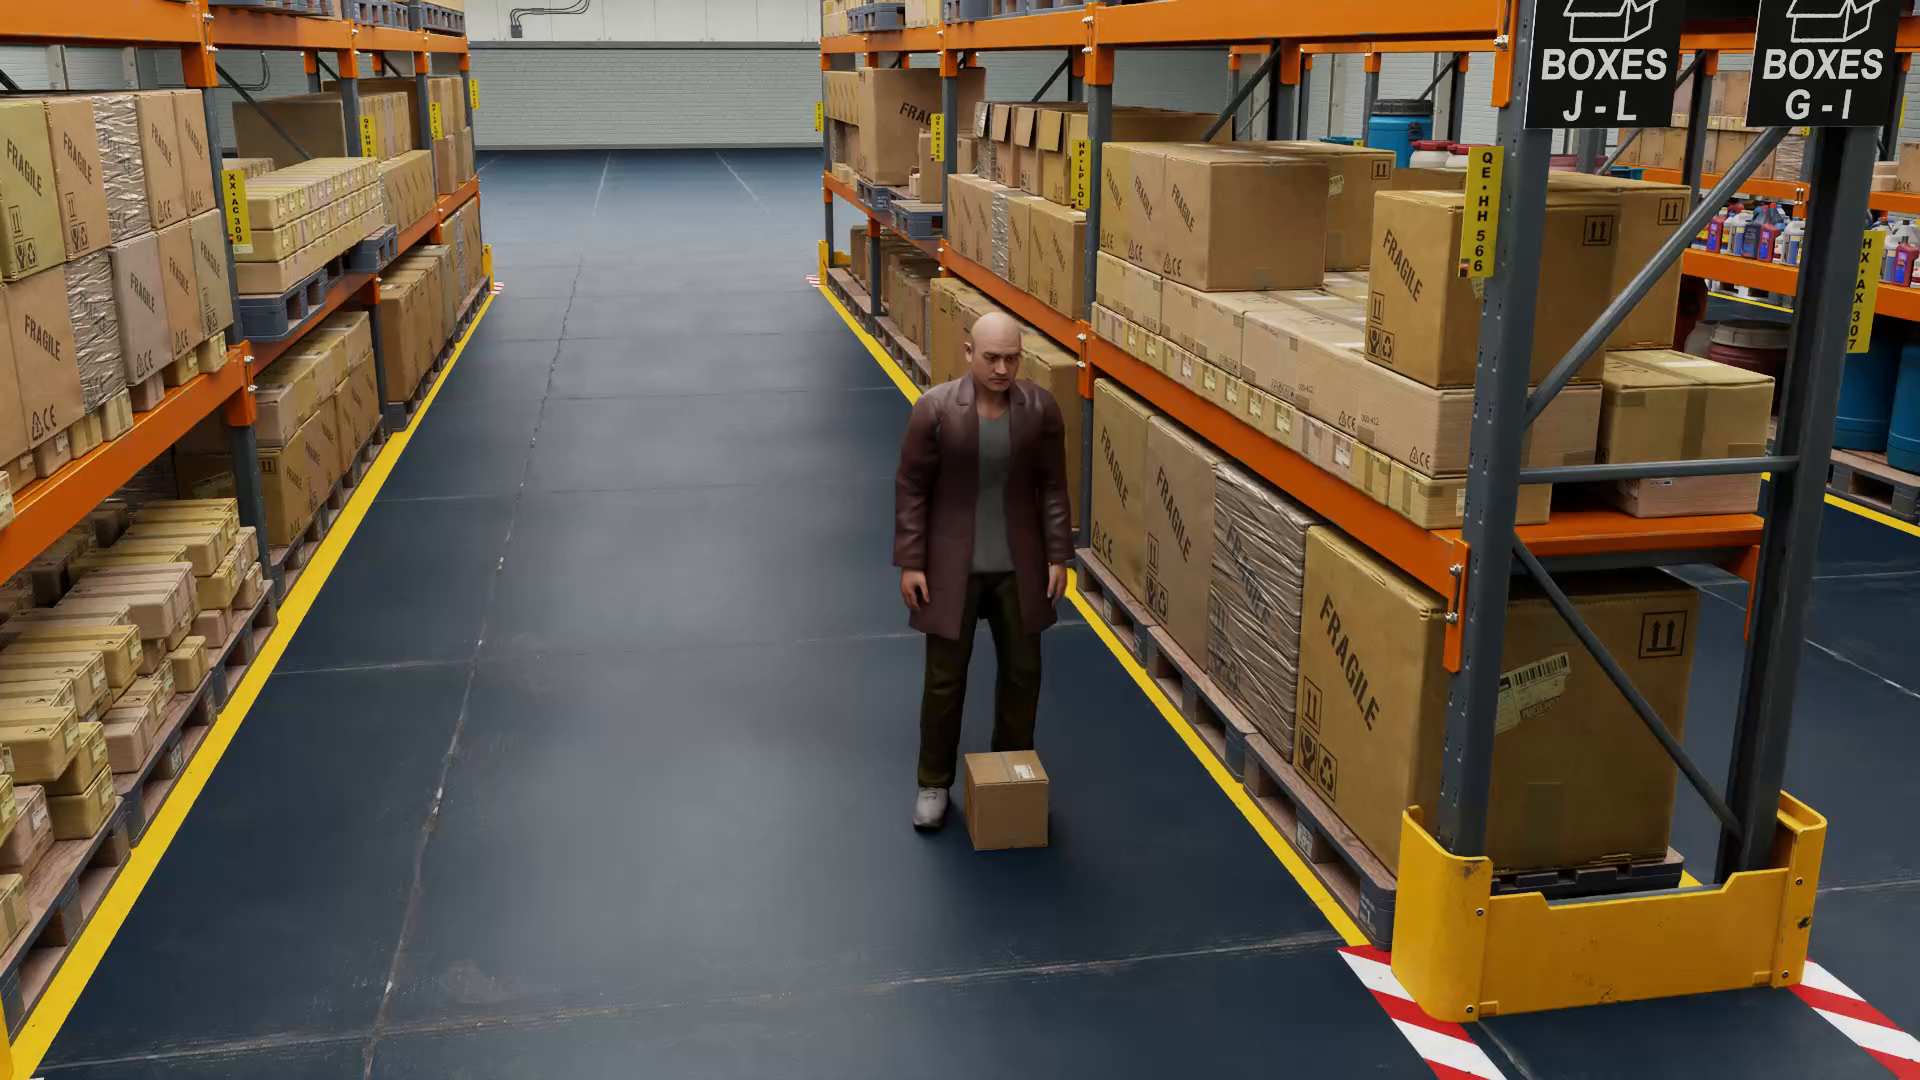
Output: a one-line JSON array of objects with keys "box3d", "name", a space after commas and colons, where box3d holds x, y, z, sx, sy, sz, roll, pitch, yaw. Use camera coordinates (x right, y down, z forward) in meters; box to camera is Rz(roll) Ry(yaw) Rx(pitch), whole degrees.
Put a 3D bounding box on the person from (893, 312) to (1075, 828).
[{"box3d": [0.085, 0.095, 5.733, 0.640, 1.773, 0.430, -3, 16, -11], "name": "person"}]
